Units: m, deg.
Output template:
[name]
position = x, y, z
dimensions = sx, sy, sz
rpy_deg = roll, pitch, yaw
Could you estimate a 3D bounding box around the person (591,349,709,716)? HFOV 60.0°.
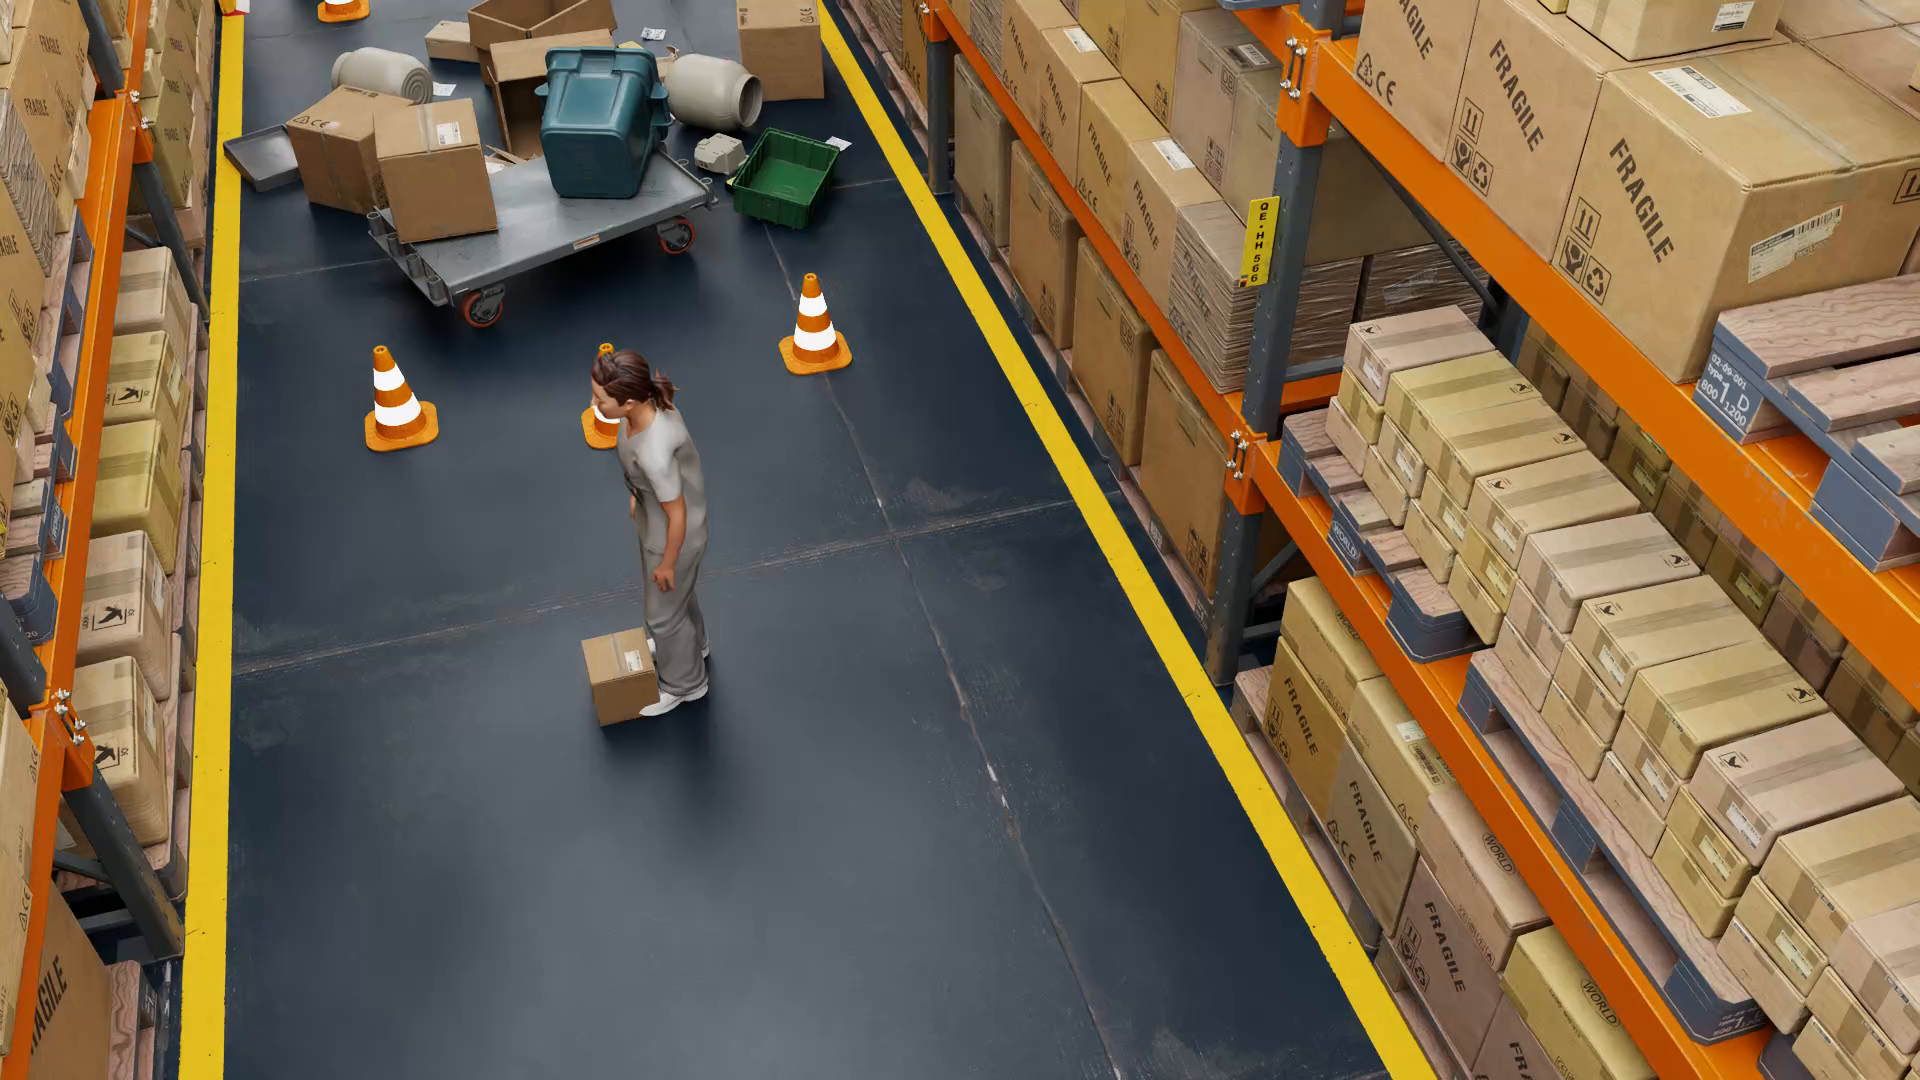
[person]
position = -1.138, -0.030, 6.194
dimensions = 0.406, 1.673, 0.507
rpy_deg = -13, 44, -14
